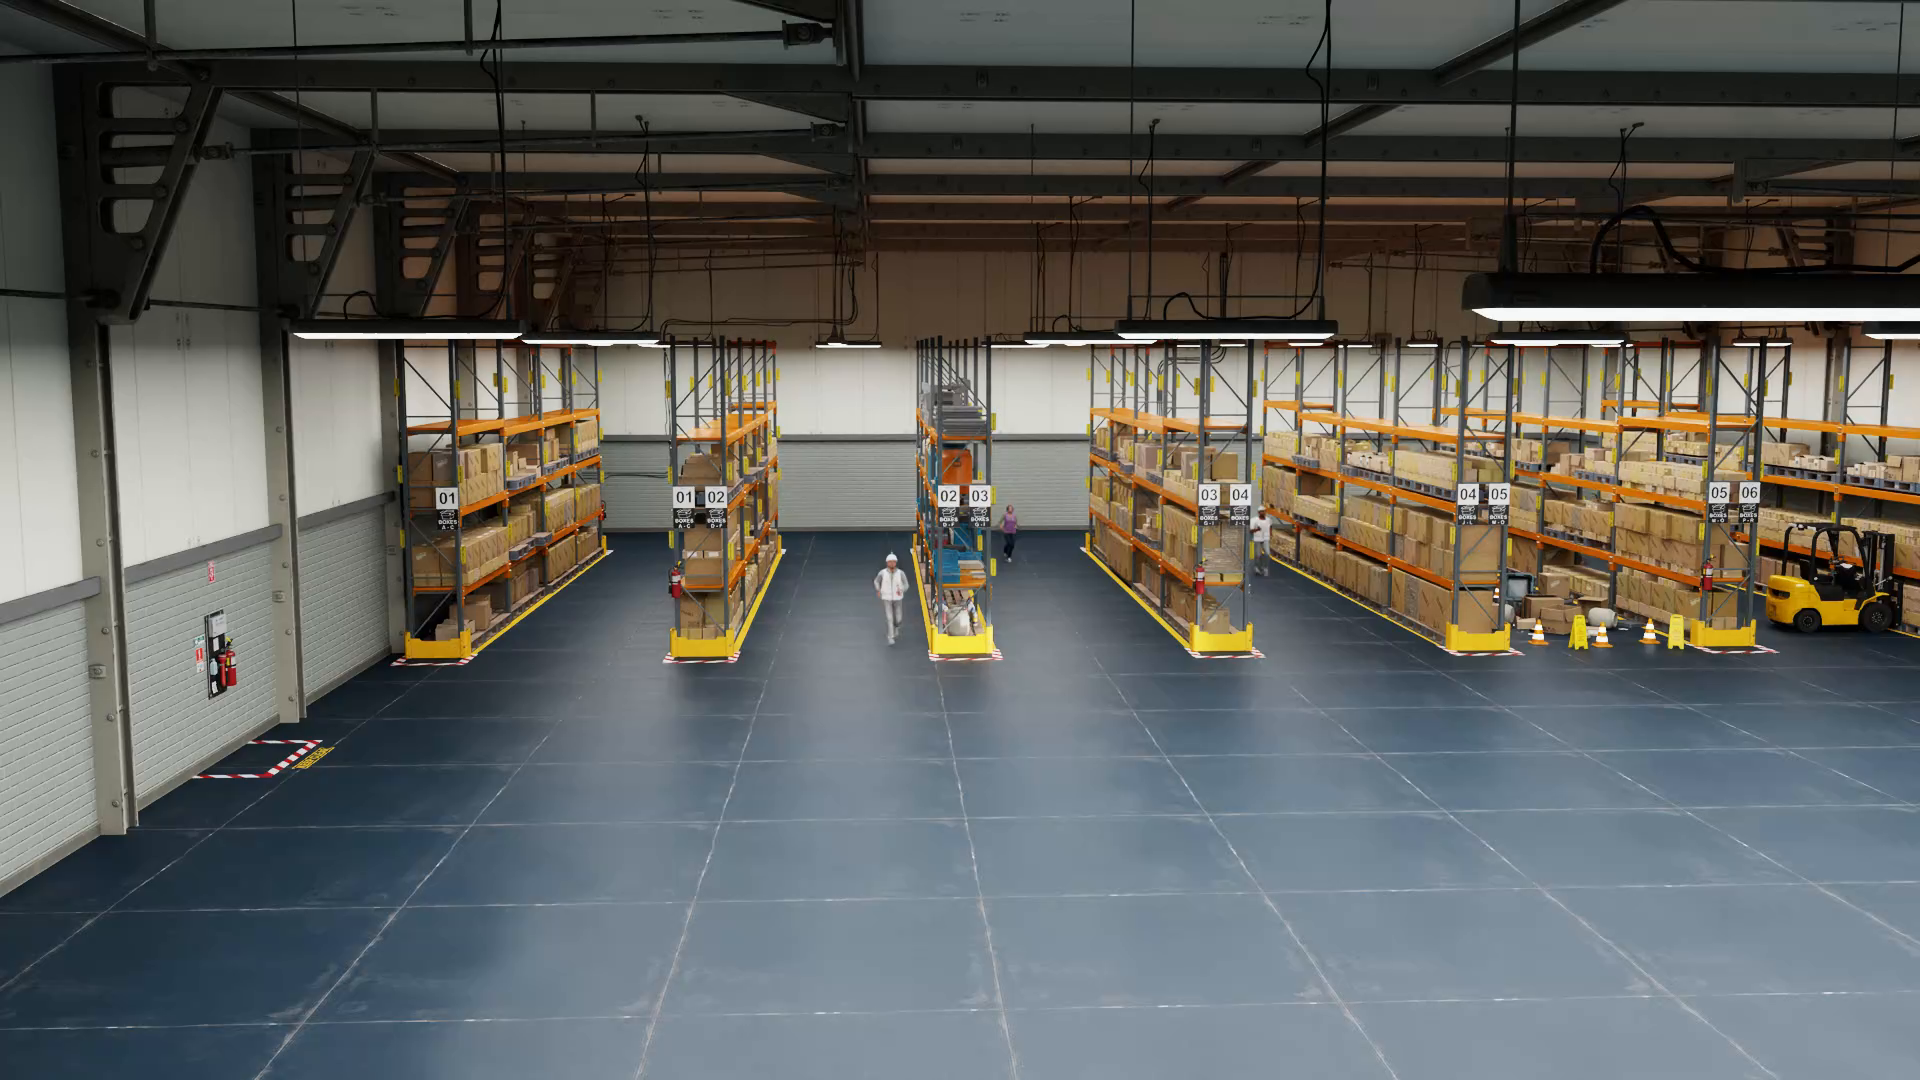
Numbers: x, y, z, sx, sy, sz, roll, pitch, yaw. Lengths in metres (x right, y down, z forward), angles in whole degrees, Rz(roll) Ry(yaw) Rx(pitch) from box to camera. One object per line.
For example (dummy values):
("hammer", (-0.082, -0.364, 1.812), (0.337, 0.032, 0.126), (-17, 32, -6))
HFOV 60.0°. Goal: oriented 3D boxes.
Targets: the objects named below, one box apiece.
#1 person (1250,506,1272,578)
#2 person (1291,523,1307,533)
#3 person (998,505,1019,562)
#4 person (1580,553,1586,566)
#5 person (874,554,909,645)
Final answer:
("person", (7.673, 0.041, 42.321), (0.674, 1.822, 0.730), (0, 7, -3))
("person", (9.951, -0.656, 48.926), (0.575, 1.645, 0.766), (-6, 9, -44))
("person", (1.349, -0.164, 45.080), (0.524, 1.539, 0.559), (-2, 7, -16))
("person", (16.360, -0.032, 43.762), (0.584, 1.582, 0.739), (-1, 7, -8))
("person", (-1.345, 1.151, 32.627), (0.682, 1.758, 0.863), (-1, 7, -6))
